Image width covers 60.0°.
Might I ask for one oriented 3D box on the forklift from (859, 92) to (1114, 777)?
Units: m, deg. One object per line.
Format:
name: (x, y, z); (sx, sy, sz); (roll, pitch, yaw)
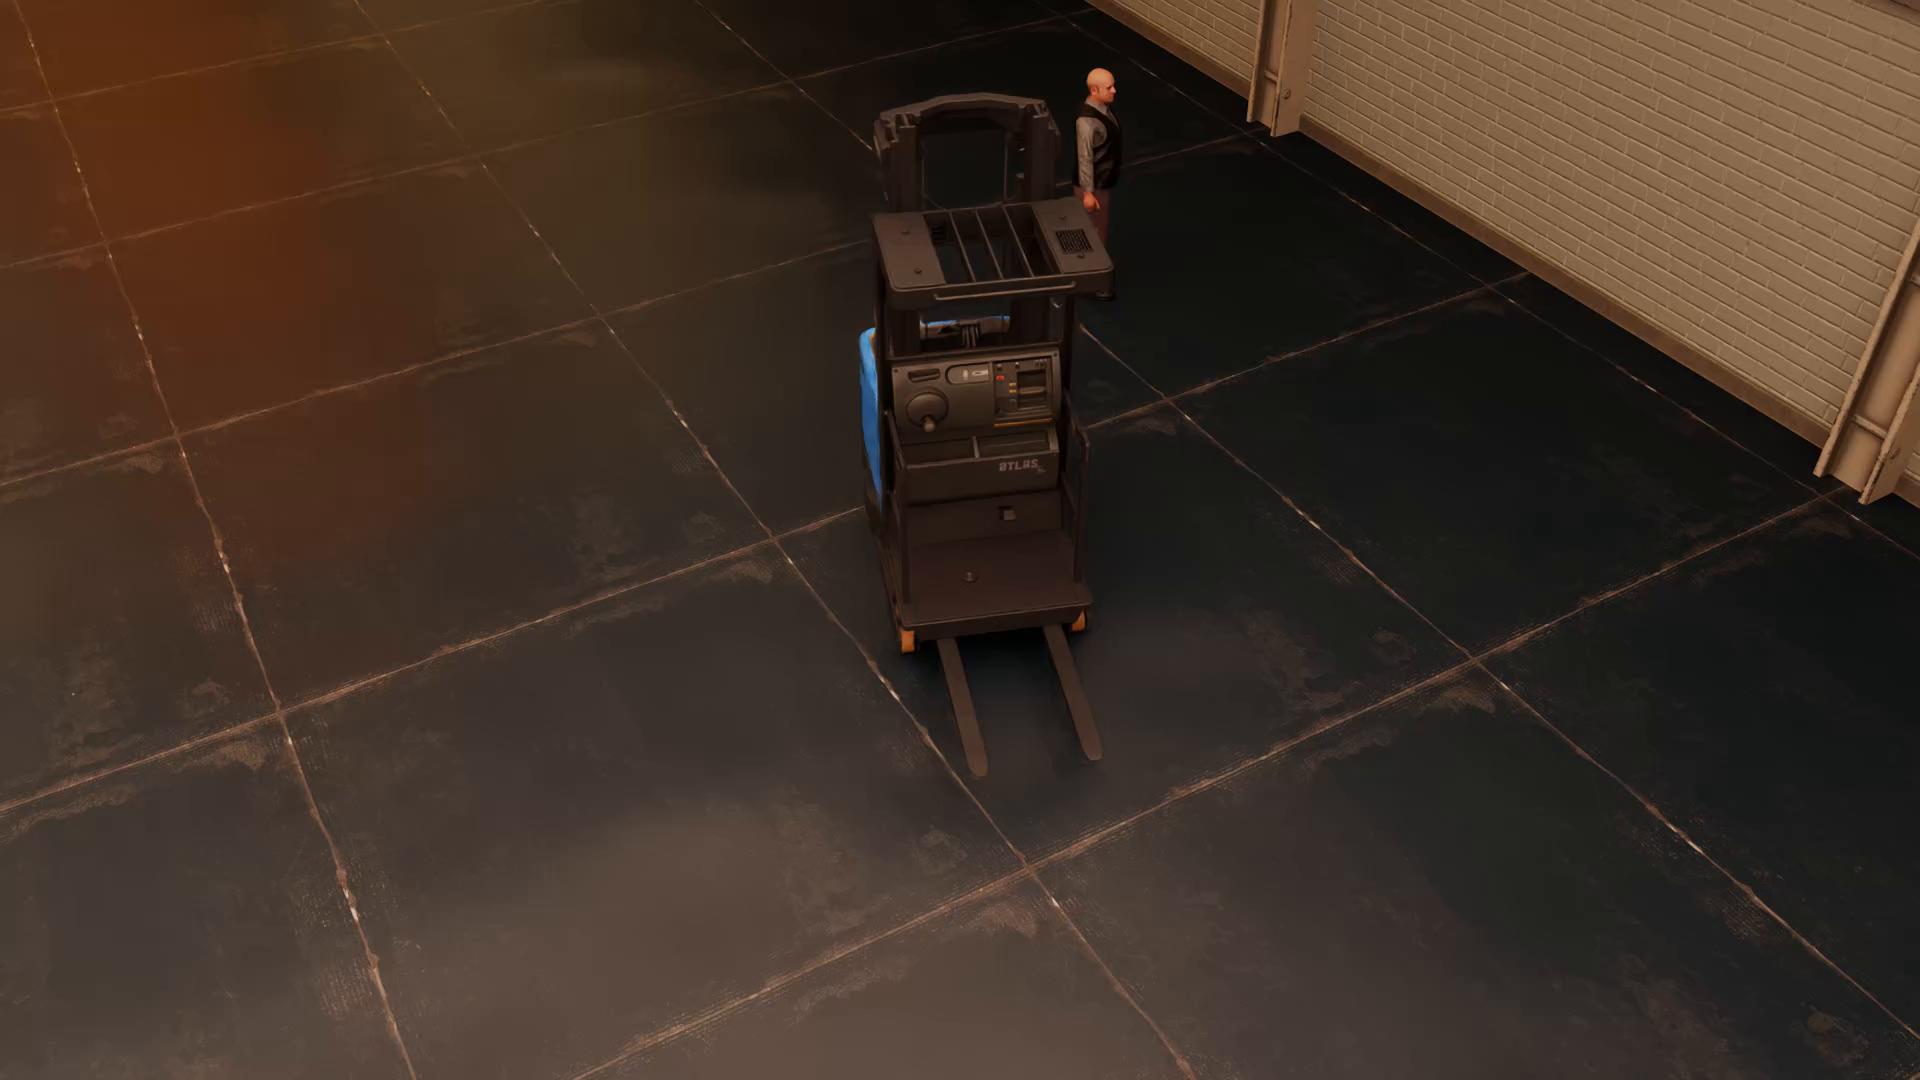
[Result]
forklift: (0.134, -0.734, 8.921); (1.130, 2.935, 3.031); (-7, 40, -8)

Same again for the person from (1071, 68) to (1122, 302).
person: (1.006, -2.602, 12.122); (0.392, 1.725, 0.591); (5, 40, 7)
